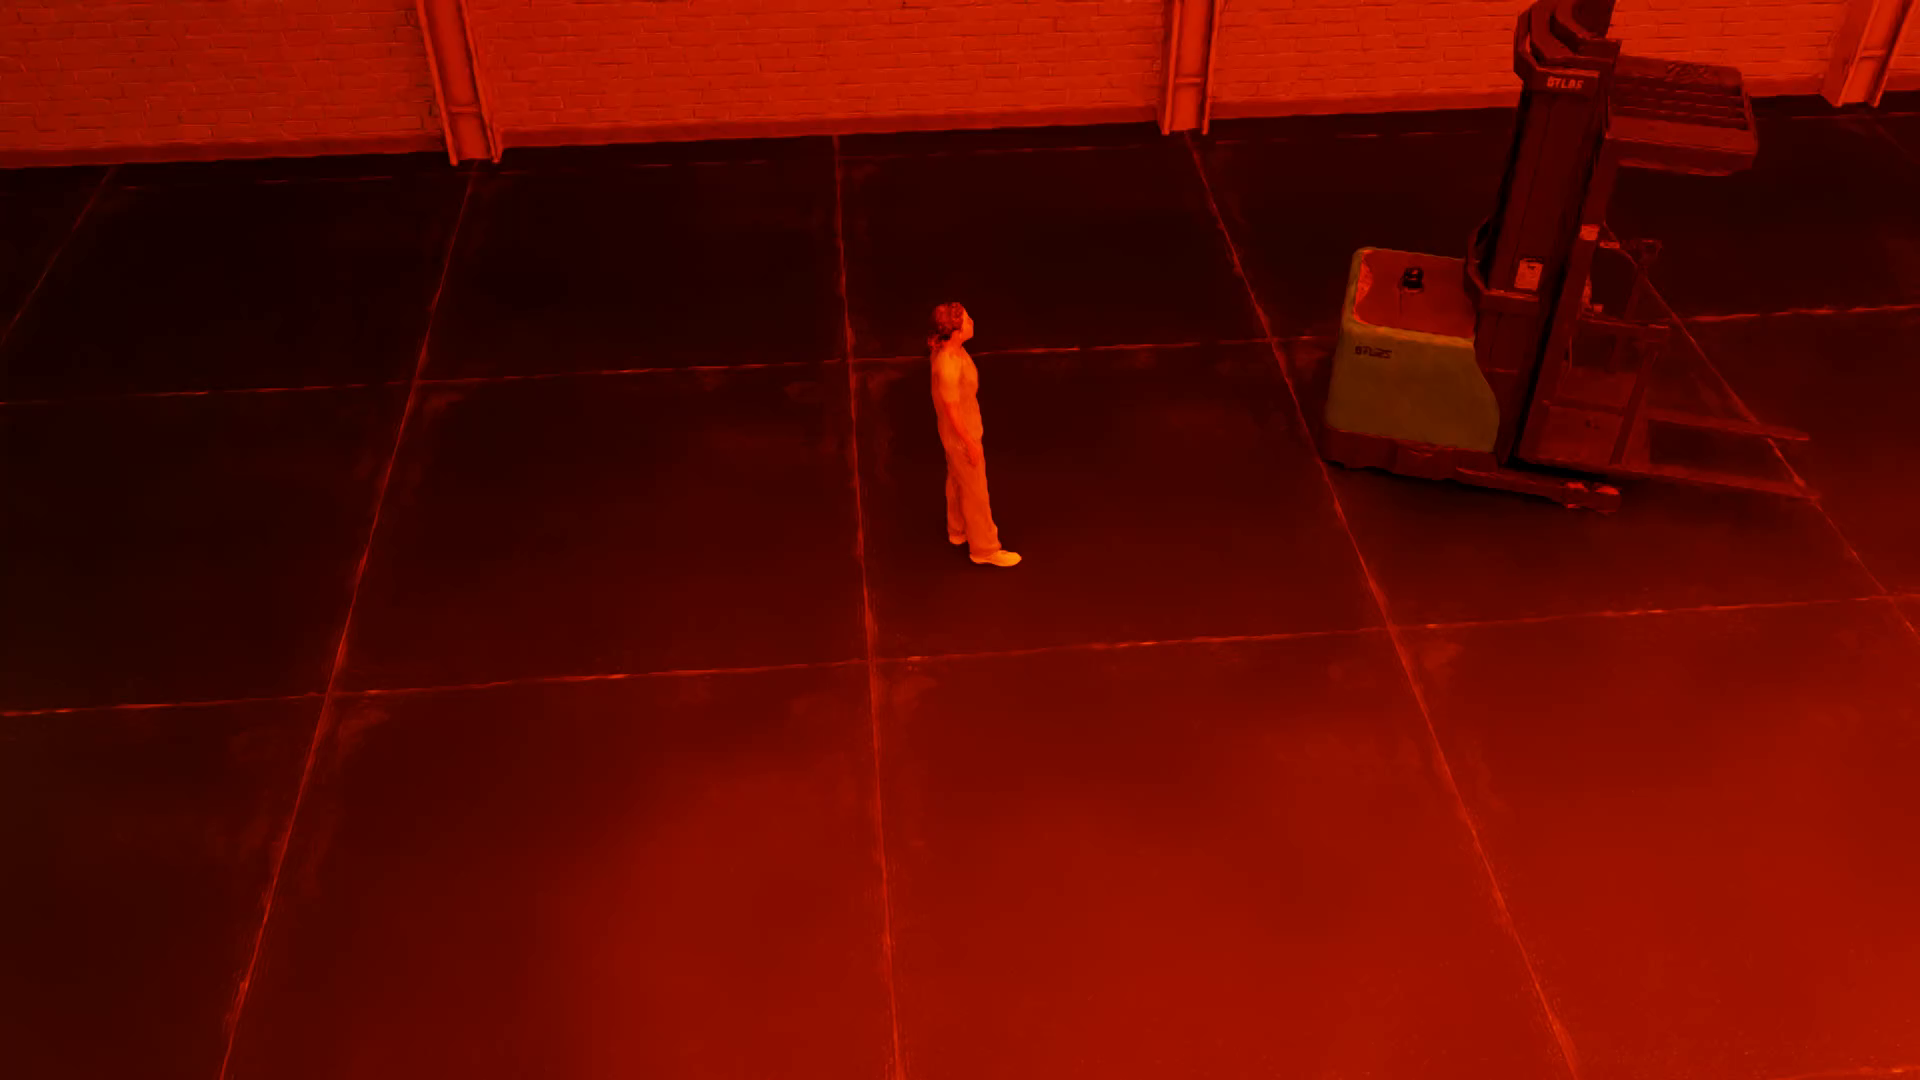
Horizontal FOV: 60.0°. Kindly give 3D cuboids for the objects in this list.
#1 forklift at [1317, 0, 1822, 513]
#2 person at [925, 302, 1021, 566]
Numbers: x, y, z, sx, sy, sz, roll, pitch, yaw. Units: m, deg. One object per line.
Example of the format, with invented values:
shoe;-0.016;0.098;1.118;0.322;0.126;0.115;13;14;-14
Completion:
forklift;3.884;-1.665;9.884;3.031;2.935;1.130;10;42;11
person;0.075;-0.638;9.639;0.548;1.674;0.550;-3;41;-4
